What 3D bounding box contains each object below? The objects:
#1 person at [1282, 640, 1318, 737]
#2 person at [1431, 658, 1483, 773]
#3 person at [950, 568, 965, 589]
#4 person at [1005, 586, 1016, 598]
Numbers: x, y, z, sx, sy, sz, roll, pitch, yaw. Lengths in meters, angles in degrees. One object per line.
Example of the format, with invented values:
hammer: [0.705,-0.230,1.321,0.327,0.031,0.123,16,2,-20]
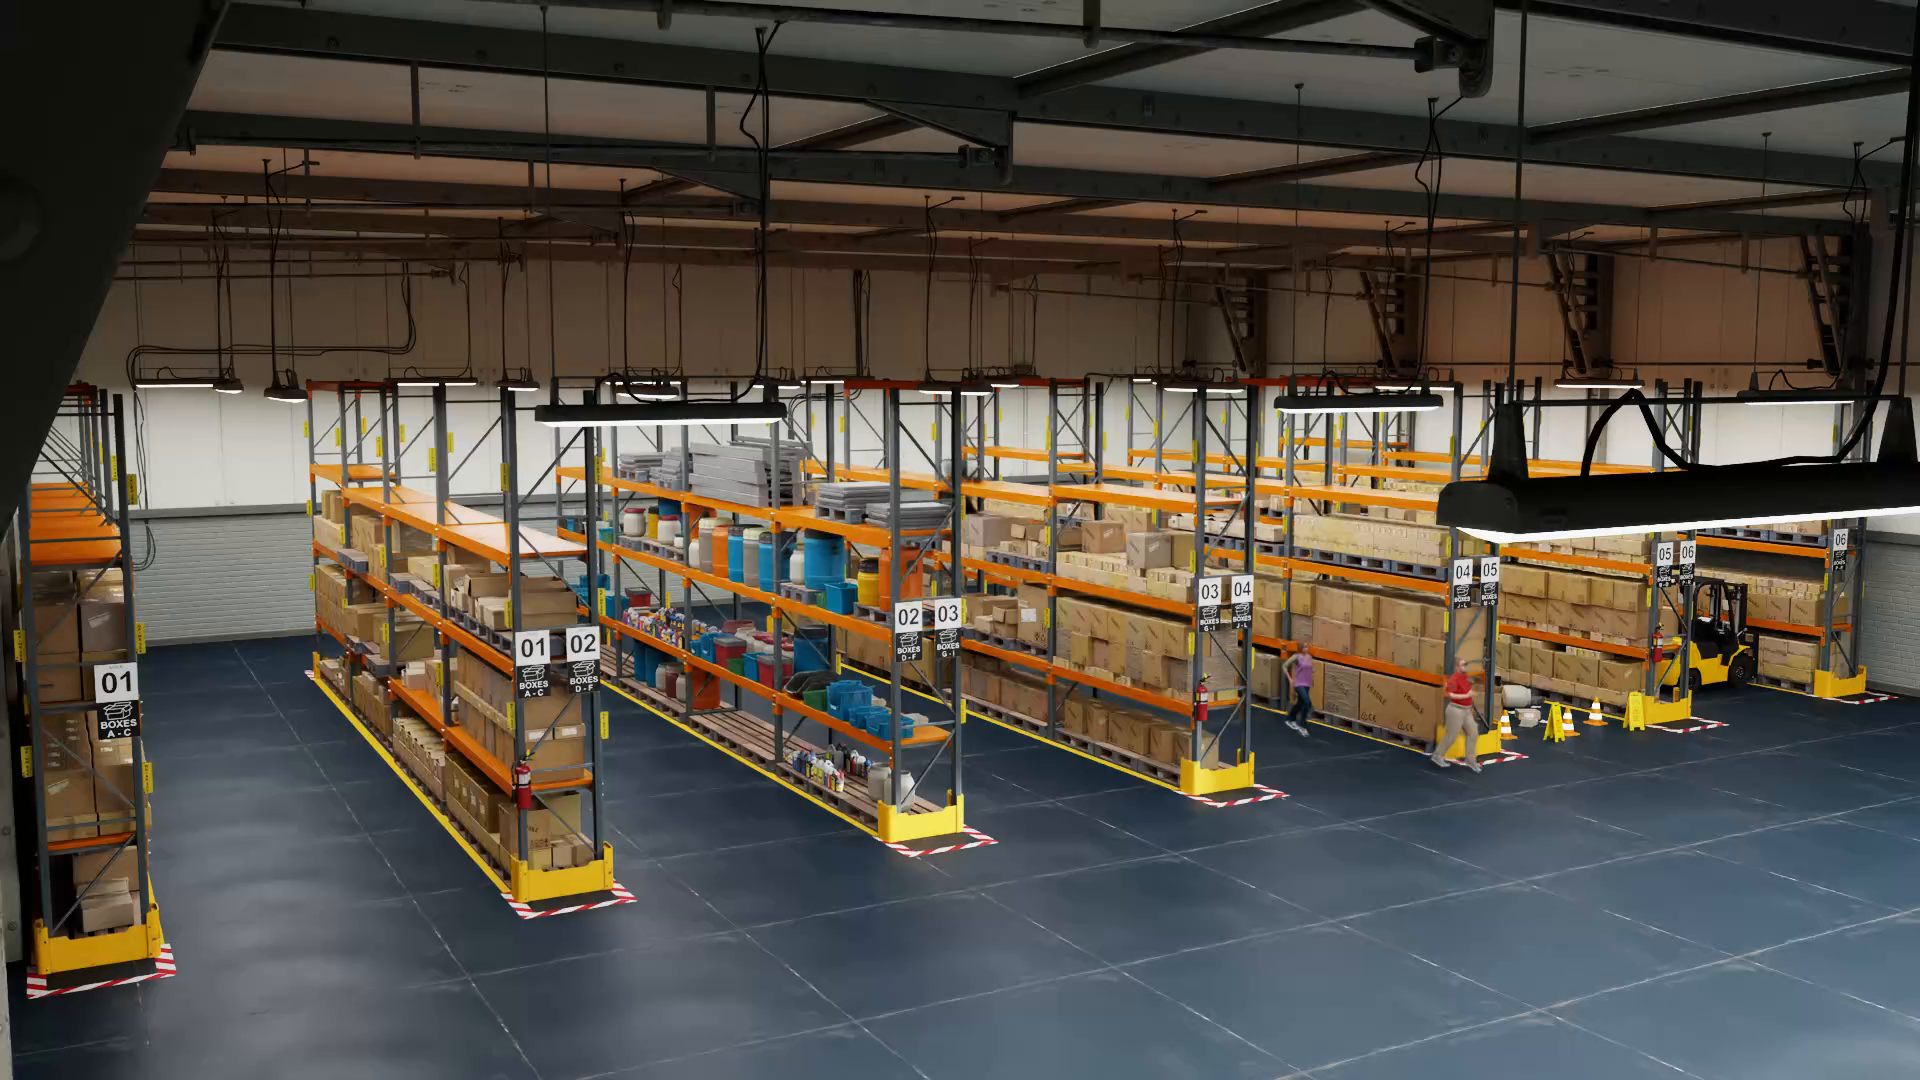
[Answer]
person: [5.826,2.523,28.369,0.503,1.640,0.710,-5,8,-40]
person: [7.734,2.734,25.835,0.749,1.803,0.656,5,8,40]
person: [-0.159,1.435,38.548,0.581,1.680,0.688,-3,7,-27]
person: [1.315,1.070,42.077,0.536,1.613,0.730,4,7,31]
